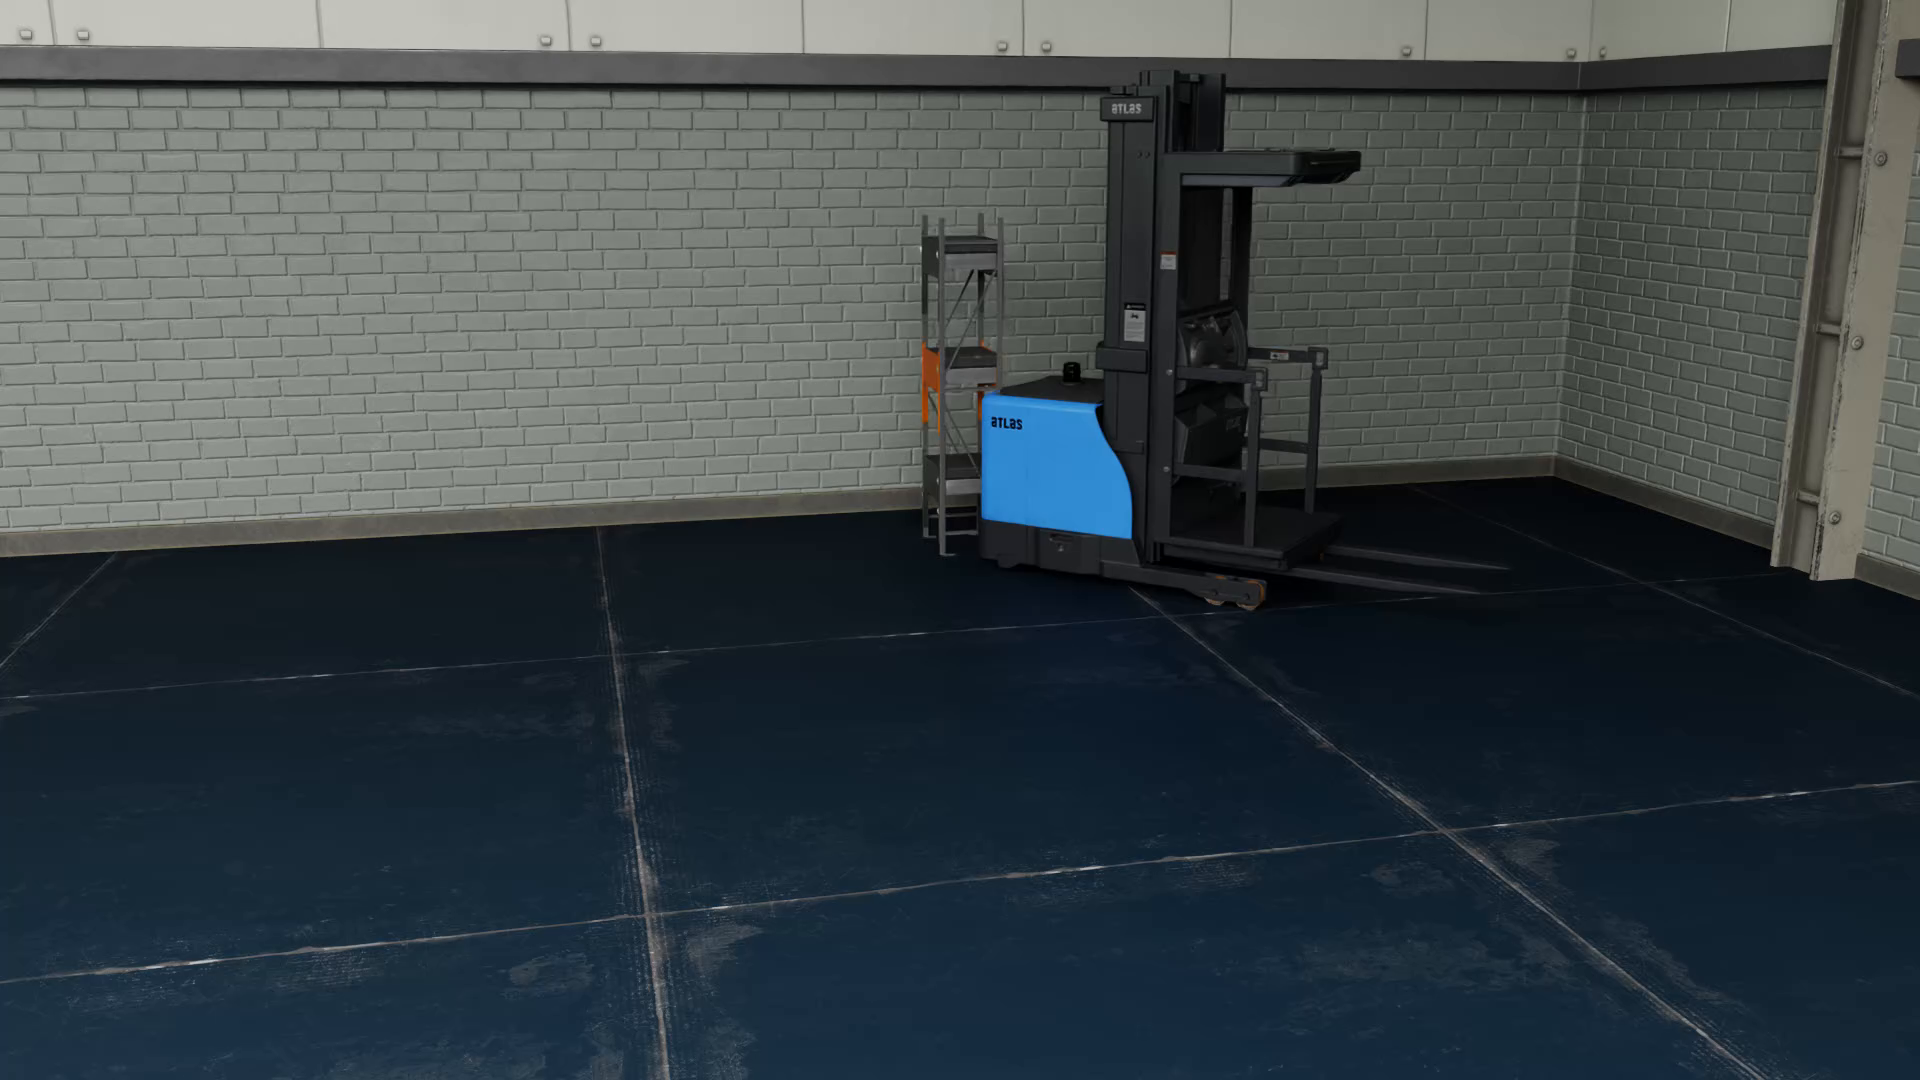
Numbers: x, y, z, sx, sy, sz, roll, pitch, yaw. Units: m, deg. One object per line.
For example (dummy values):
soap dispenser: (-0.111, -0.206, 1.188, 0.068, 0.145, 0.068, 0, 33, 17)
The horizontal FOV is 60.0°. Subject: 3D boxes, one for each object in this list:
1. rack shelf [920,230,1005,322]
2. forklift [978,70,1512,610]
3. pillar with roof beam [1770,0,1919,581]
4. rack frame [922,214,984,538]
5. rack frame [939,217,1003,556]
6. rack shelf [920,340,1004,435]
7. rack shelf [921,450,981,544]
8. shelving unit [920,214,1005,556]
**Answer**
rack shelf: (0.011, -1.653, 10.375, 0.431, 0.518, 0.480, -3, 14, -13)
forklift: (1.642, -1.175, 9.560, 3.031, 2.935, 1.130, 8, 16, 30)
pillar with roof beam: (1.025, -3.942, 8.101, 9.100, 9.000, 0.400, -3, 14, -13)
rack frame: (-0.046, -1.043, 10.769, 0.400, 2.100, 0.015, -3, 14, -13)
rack frame: (0.067, -0.930, 10.308, 0.400, 2.100, 0.015, -3, 14, -13)
rack shelf: (0.011, -0.973, 10.541, 0.431, 0.518, 0.480, -3, 14, -13)
rack shelf: (0.010, -0.293, 10.708, 0.431, 0.518, 0.480, -3, 14, -13)
shelving unit: (0.011, -0.986, 10.538, 0.431, 2.100, 0.503, -3, 14, -13)
